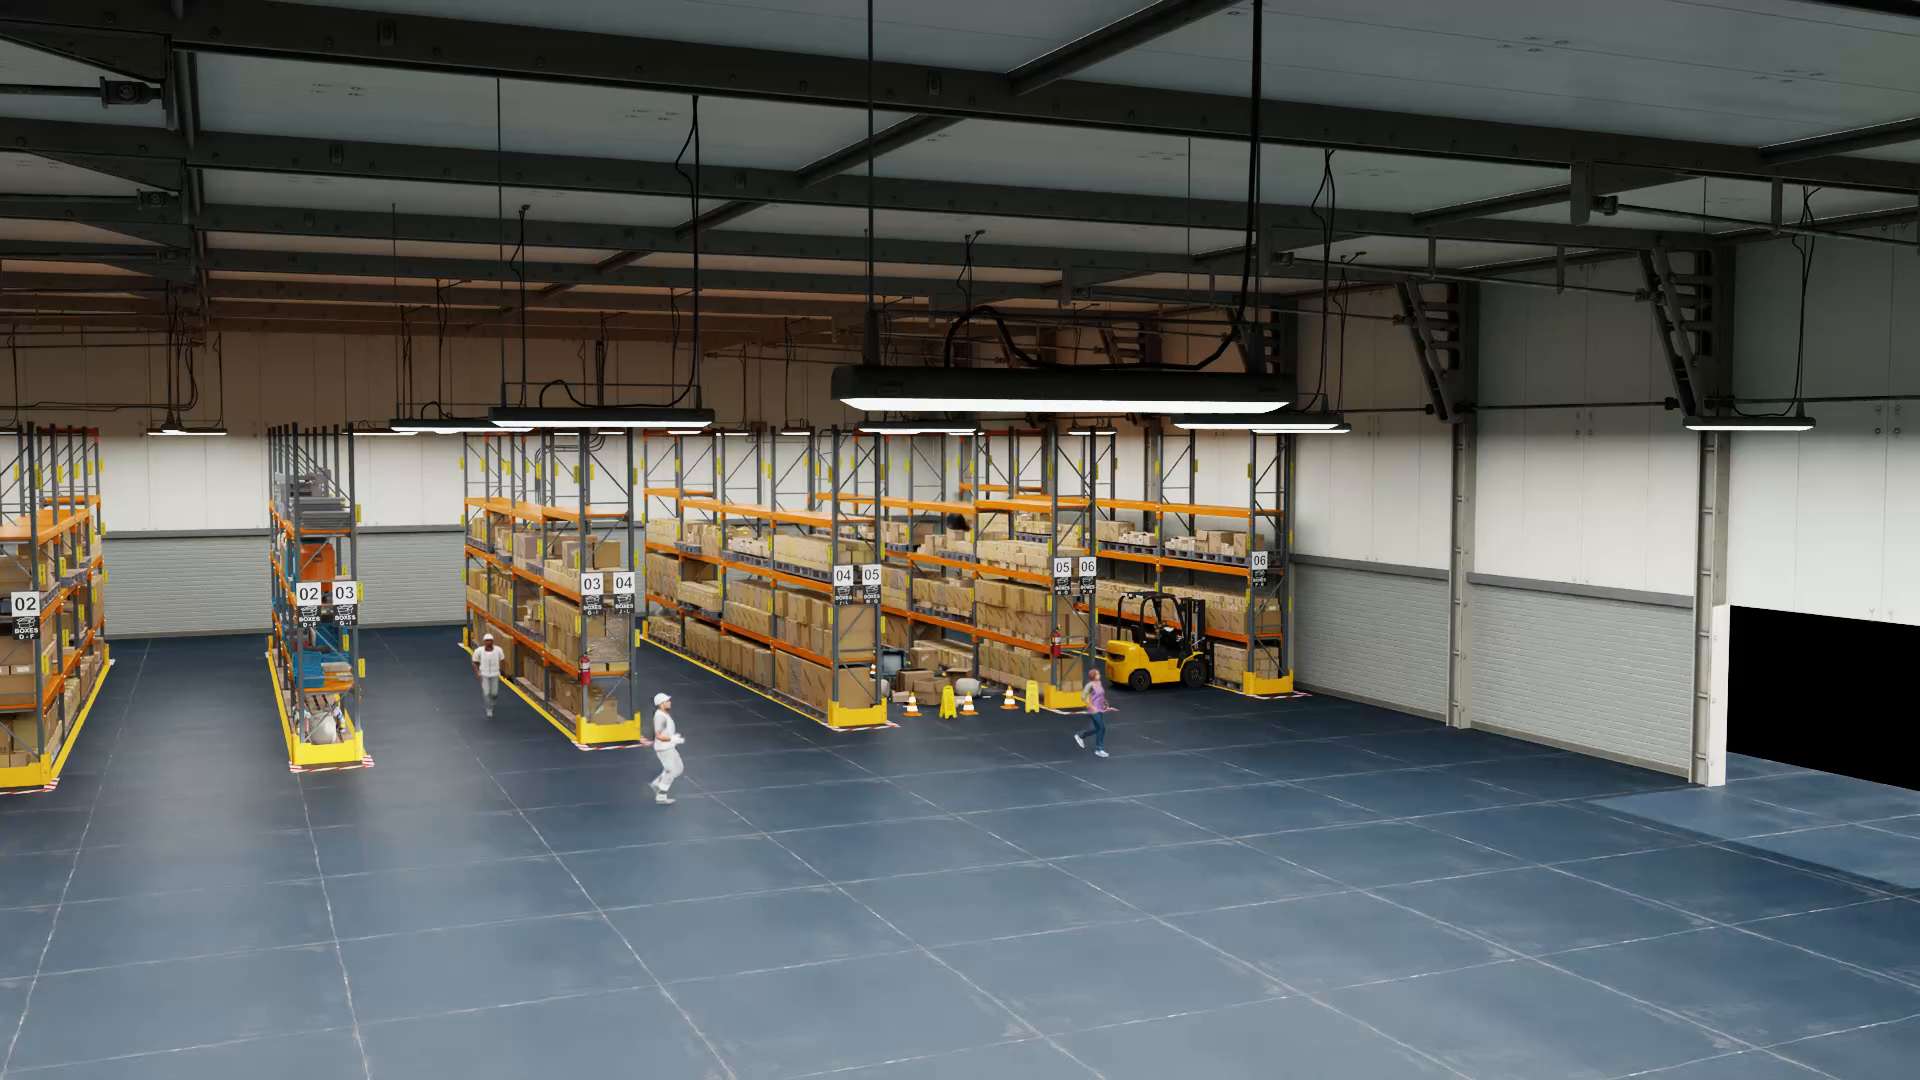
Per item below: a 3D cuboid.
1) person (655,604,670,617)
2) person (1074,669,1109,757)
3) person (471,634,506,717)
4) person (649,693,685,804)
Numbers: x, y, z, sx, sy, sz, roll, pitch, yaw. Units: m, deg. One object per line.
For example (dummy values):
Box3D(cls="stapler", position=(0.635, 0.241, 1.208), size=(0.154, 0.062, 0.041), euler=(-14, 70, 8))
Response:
Box3D(cls="person", position=(-8.798, 1.932, 49.427), size=(0.481, 1.593, 0.826), euler=(0, 3, 2))
Box3D(cls="person", position=(2.386, 3.109, 30.074), size=(0.669, 1.587, 0.534), euler=(2, 4, 29))
Box3D(cls="person", position=(-9.741, 2.773, 34.366), size=(0.682, 1.712, 0.623), euler=(-1, 4, -22))
Box3D(cls="person", position=(-4.572, 3.257, 25.988), size=(0.598, 1.740, 0.648), euler=(0, 3, -2))
